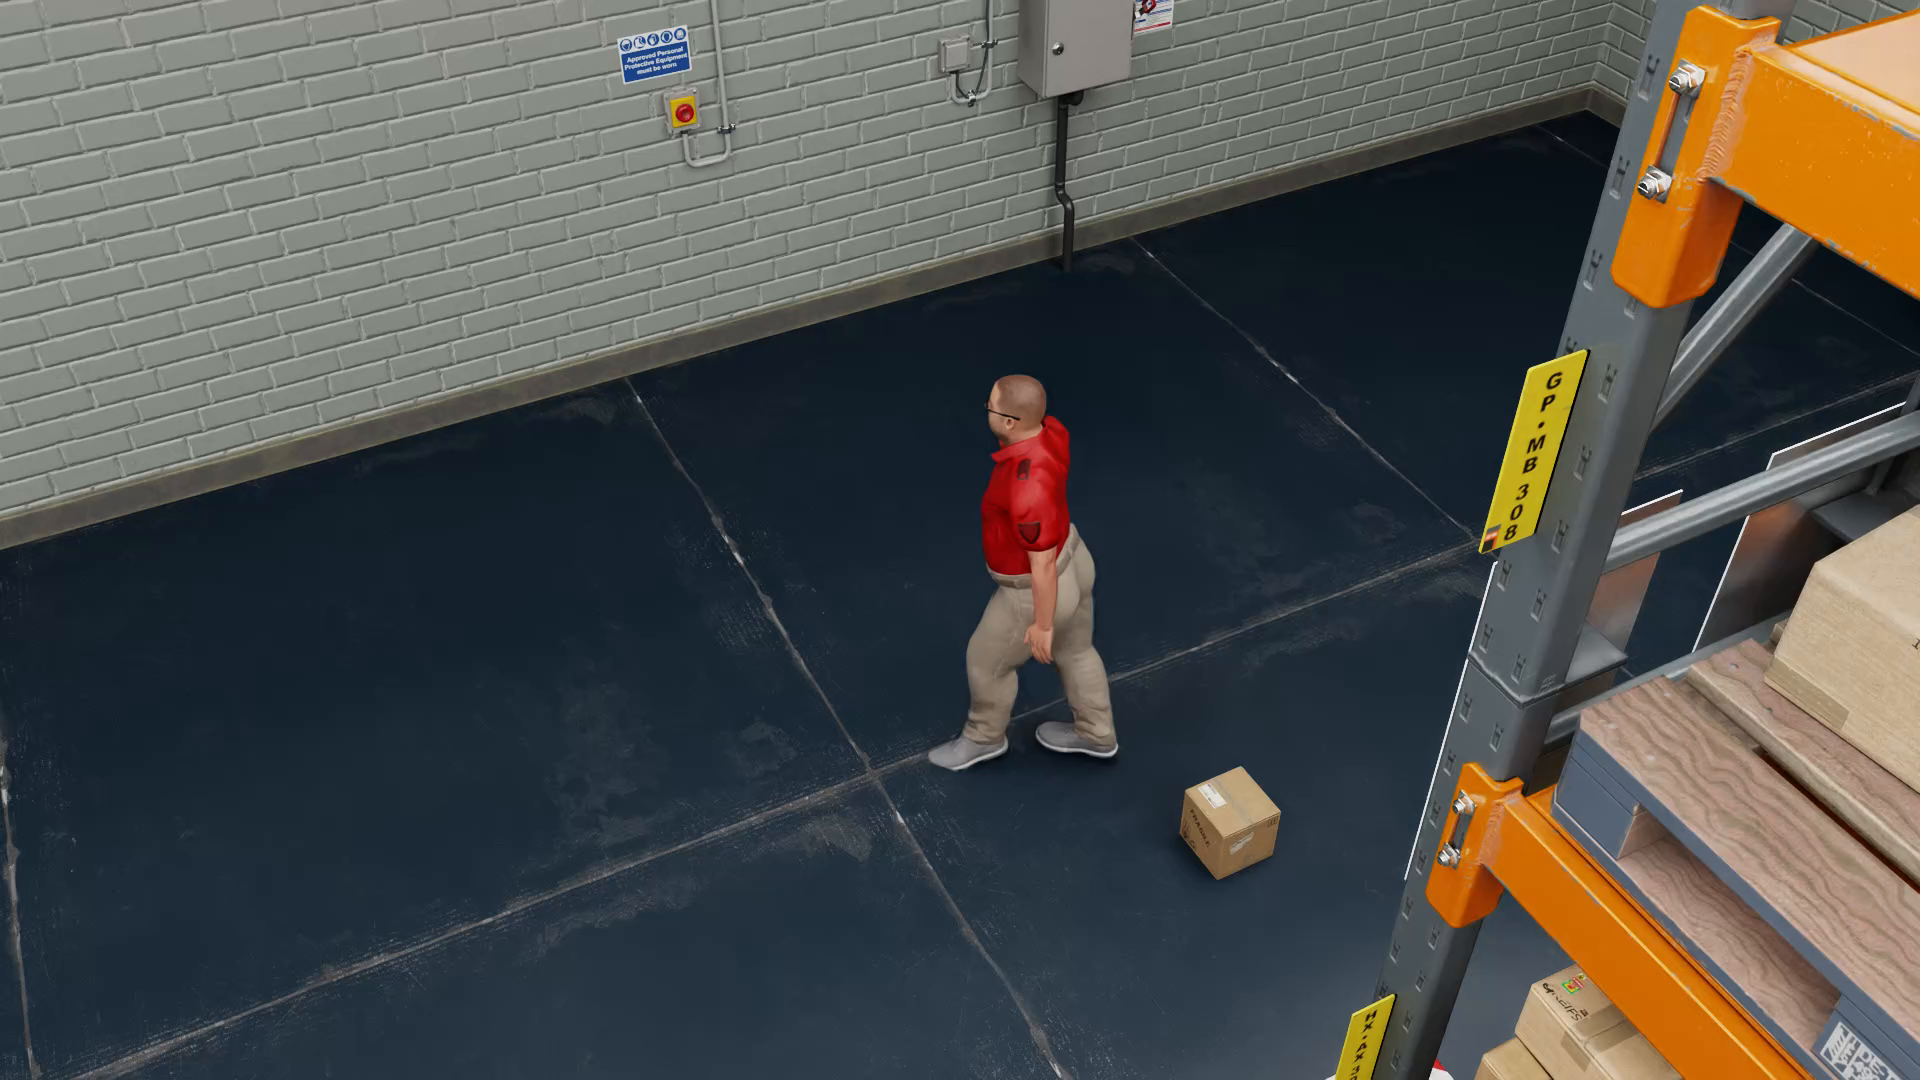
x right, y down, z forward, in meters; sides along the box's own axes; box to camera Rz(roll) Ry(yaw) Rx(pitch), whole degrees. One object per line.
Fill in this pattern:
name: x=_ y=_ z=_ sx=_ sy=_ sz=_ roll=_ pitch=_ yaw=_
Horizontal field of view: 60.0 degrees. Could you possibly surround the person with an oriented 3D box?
person: x=0.274 y=0.163 z=6.018 sx=0.703 sy=1.757 sz=0.587 roll=13 pitch=43 yaw=15
